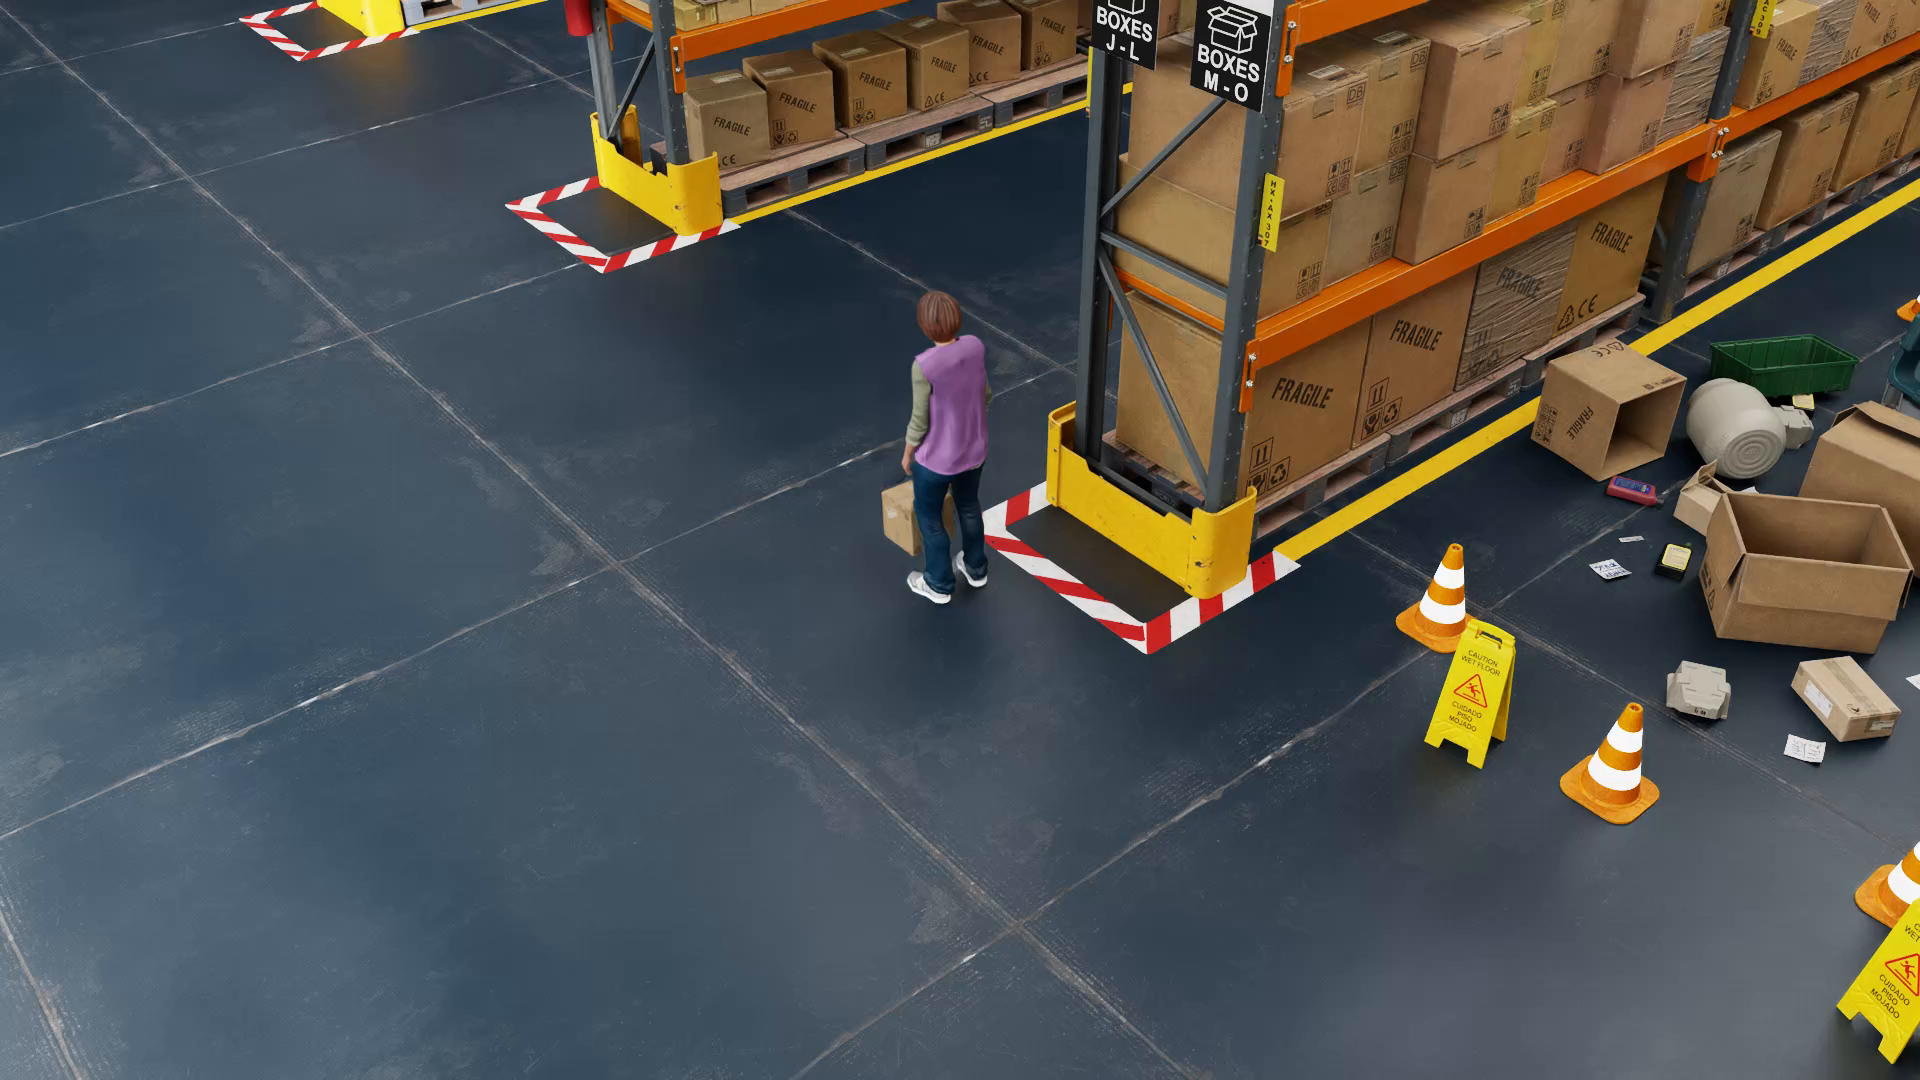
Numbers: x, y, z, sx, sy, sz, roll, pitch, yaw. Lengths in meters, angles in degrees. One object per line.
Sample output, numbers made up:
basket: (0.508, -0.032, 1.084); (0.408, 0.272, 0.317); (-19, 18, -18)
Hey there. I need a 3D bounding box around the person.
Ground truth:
person: (-0.054, -0.405, 7.631); (0.456, 1.595, 0.340); (-24, 43, -29)
